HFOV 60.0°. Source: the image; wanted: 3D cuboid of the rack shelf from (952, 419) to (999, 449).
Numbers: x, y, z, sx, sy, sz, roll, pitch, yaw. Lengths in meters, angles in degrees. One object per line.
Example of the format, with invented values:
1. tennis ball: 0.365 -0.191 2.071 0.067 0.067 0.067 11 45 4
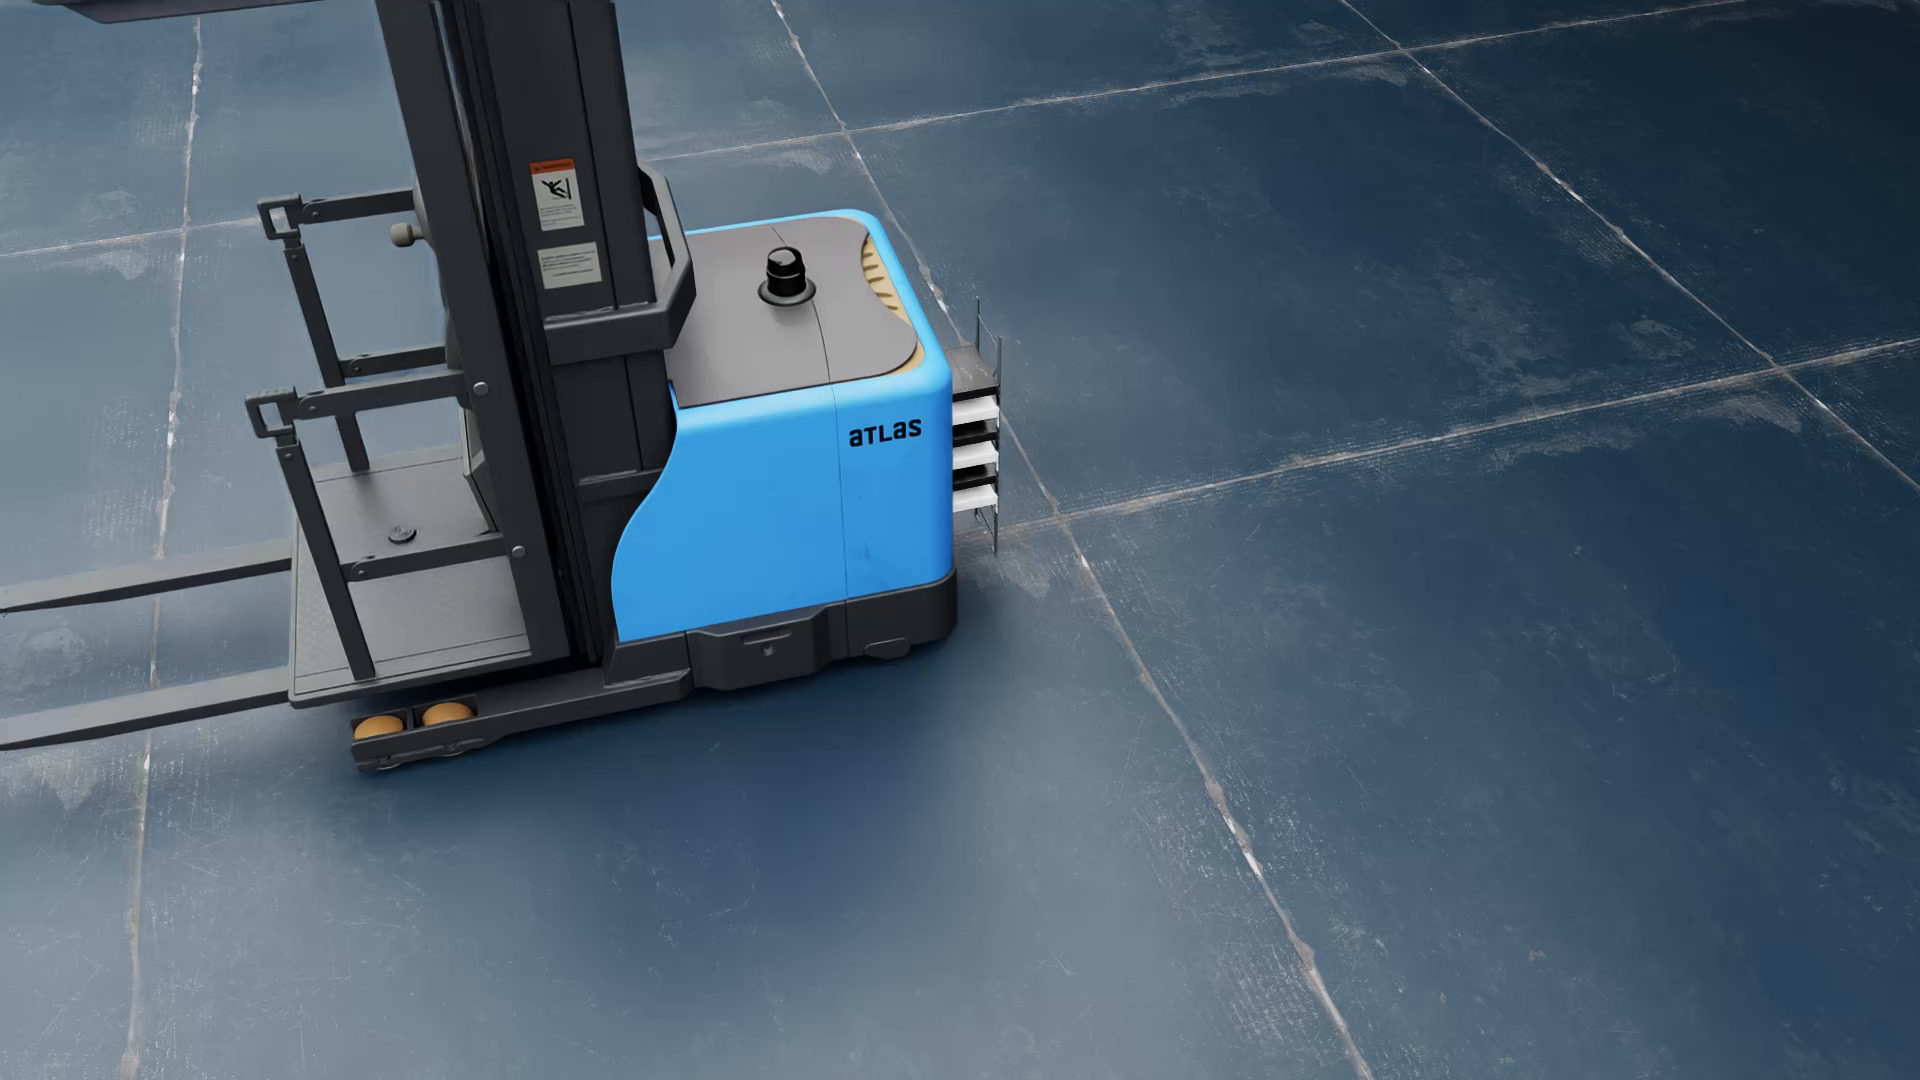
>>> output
1. rack shelf: -0.008 -0.380 5.415 0.200 0.077 0.258 -12 42 -13

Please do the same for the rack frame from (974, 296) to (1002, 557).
1. rack frame: 0.089 -0.357 5.475 0.006 0.900 0.240 -12 42 -13

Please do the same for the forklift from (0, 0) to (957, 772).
1. forklift: -1.584 -0.807 4.446 3.031 2.935 1.130 -11 42 -12

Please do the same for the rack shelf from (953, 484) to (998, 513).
1. rack shelf: -0.008 -0.177 5.592 0.200 0.077 0.258 -12 42 -13

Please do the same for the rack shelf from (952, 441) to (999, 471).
1. rack shelf: -0.008 -0.312 5.474 0.200 0.077 0.258 -12 42 -13

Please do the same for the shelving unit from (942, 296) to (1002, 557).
1. shelving unit: -0.008 -0.337 5.452 0.210 0.900 0.258 -12 42 -13

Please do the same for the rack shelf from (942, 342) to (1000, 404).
1. rack shelf: -0.008 -0.516 5.296 0.200 0.077 0.258 -12 42 -13

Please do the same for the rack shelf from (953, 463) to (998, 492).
1. rack shelf: -0.008 -0.244 5.533 0.200 0.077 0.258 -12 42 -13

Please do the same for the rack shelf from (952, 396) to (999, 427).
1. rack shelf: -0.008 -0.448 5.356 0.200 0.077 0.258 -12 42 -13
